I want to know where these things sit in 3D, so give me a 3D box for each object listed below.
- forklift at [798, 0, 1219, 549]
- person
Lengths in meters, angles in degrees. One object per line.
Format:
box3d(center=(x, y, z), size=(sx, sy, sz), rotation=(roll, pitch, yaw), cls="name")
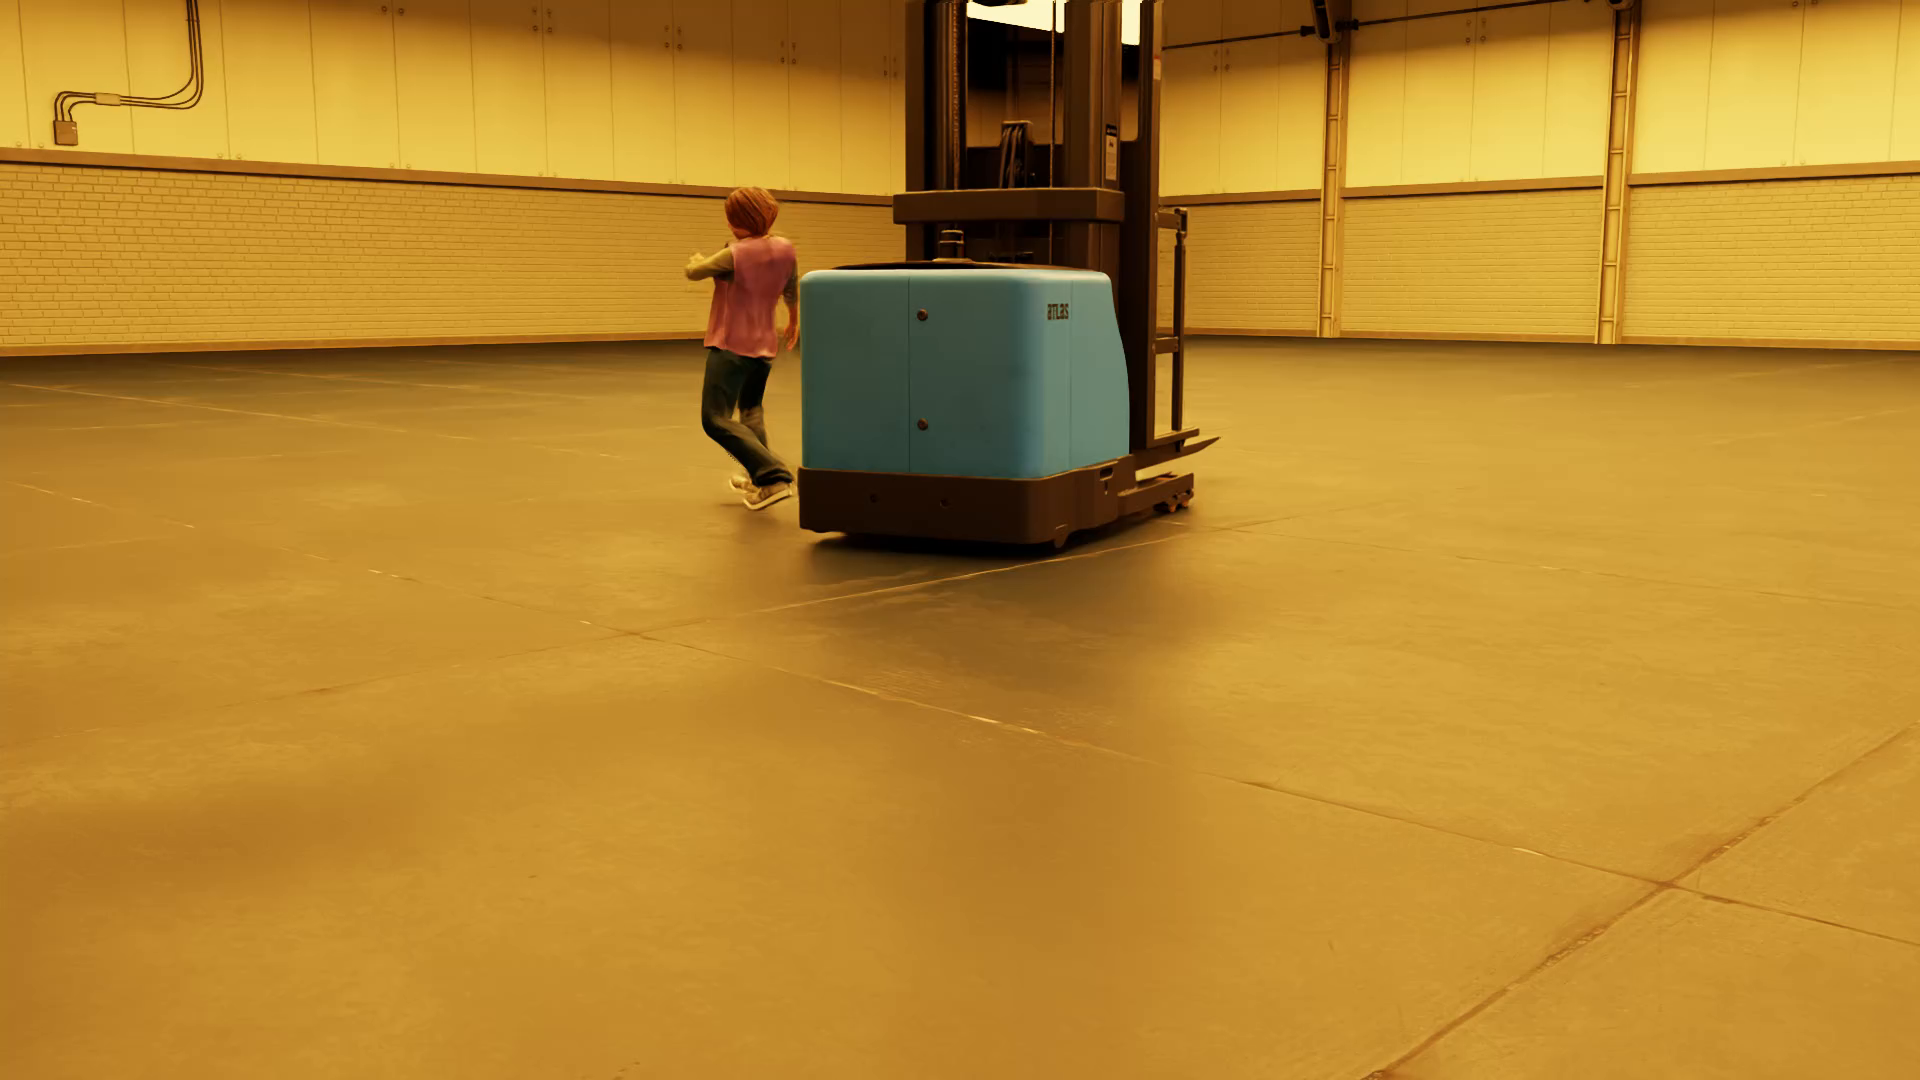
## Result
box3d(center=(0.440, -1.595, 7.469), size=(1.130, 2.935, 3.031), rotation=(4, 9, 25), cls="forklift")
box3d(center=(-0.947, -0.878, 7.625), size=(0.790, 1.431, 0.729), rotation=(5, 10, 28), cls="person")
